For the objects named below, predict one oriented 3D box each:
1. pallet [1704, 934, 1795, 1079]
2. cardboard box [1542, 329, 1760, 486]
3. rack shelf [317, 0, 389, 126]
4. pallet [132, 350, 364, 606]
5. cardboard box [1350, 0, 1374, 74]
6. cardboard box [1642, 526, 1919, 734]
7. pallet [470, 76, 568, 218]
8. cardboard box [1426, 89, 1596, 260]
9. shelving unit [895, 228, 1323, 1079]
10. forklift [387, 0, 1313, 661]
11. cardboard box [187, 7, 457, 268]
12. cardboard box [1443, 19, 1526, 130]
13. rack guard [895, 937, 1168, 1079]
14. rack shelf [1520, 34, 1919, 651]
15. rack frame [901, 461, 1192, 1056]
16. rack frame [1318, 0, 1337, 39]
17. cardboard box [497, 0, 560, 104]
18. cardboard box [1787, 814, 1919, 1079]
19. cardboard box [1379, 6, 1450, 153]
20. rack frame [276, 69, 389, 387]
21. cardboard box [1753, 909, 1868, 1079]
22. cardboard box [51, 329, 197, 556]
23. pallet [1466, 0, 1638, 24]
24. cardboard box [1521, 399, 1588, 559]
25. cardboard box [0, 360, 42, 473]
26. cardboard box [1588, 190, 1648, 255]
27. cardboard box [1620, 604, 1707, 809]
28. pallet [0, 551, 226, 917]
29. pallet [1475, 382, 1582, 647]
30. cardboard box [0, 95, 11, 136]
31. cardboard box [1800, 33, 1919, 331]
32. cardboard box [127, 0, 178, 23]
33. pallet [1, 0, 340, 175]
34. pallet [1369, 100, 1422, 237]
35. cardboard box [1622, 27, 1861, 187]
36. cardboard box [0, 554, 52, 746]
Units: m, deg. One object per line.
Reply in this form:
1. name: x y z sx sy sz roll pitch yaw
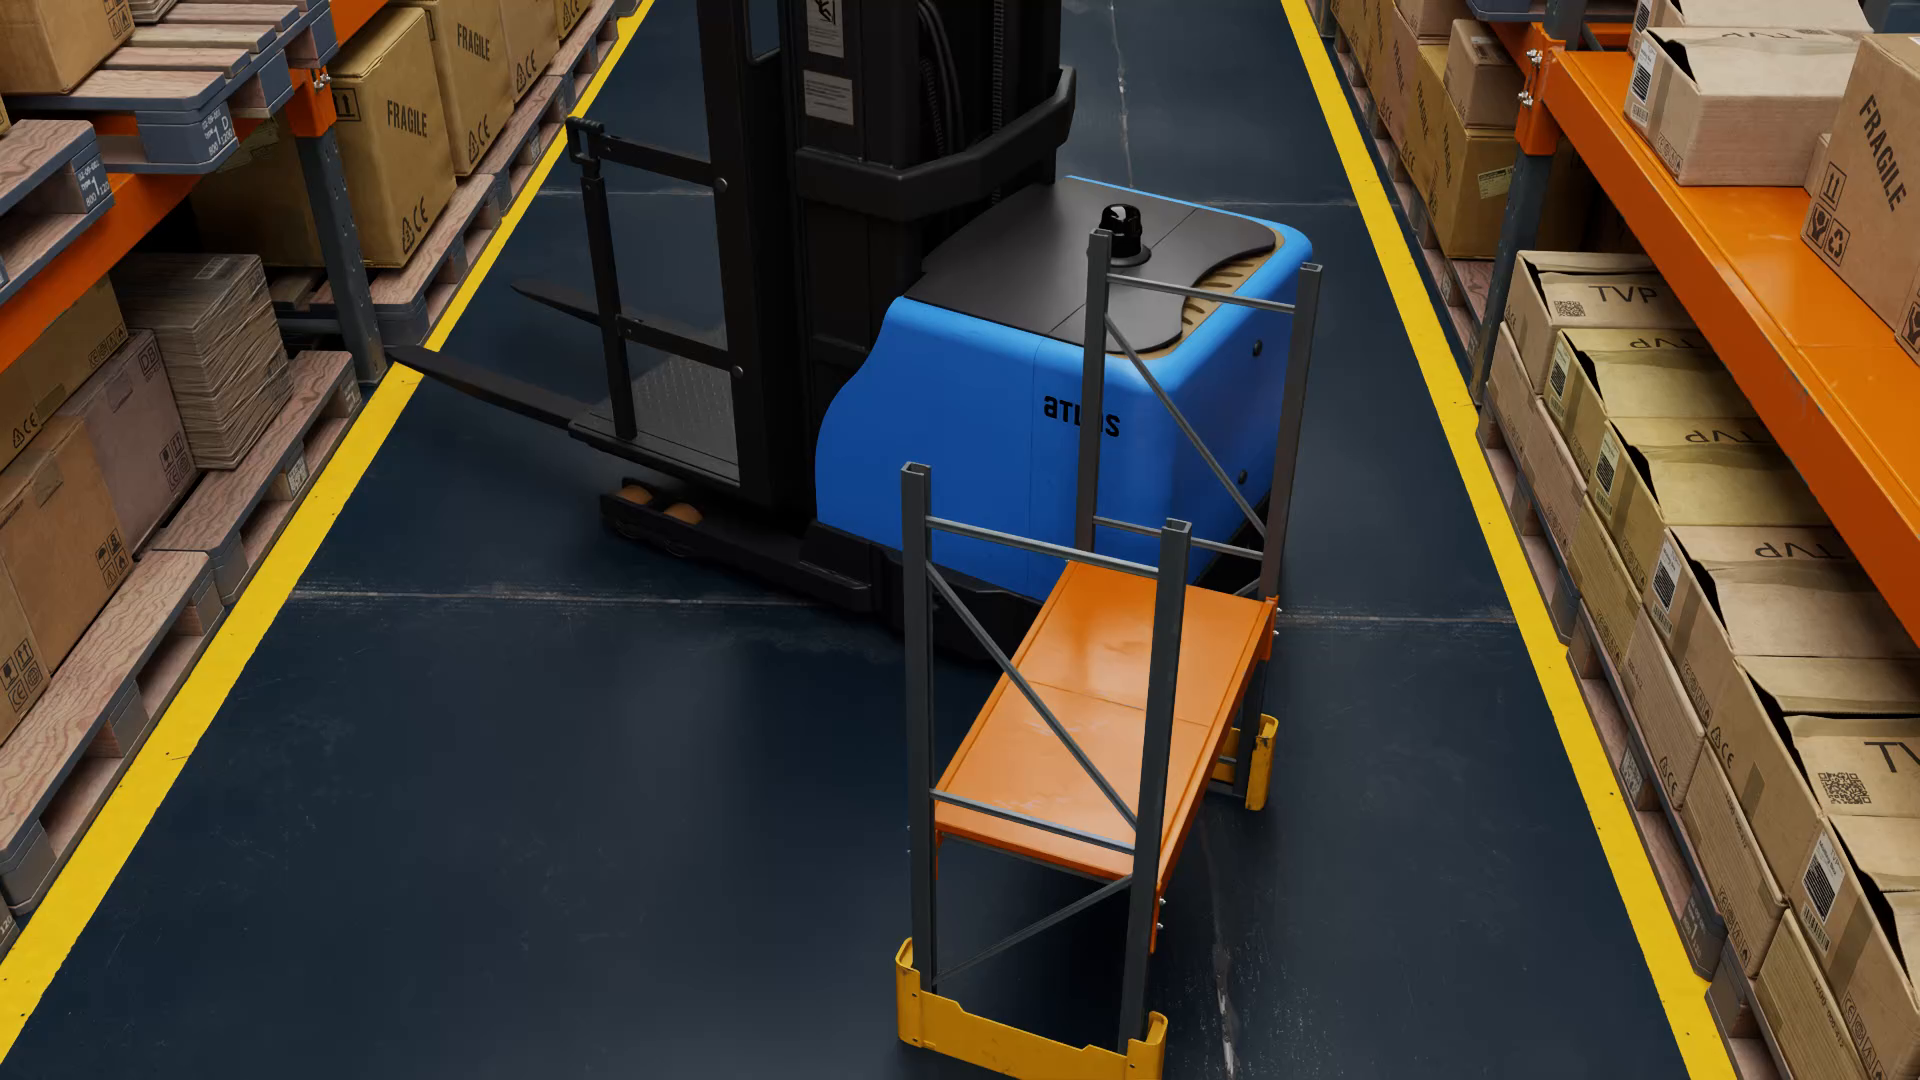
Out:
1. pallet: 2.166 1.295 3.224 1.003 0.211 1.213 1 35 2
2. cardboard box: 2.008 -0.400 4.749 0.500 0.311 0.500 1 35 1
3. rack shelf: -2.534 -2.687 7.090 1.077 0.370 4.000 1 35 2
4. pallet: -2.647 -0.243 5.411 1.003 0.211 1.213 1 35 2
5. cardboard box: 2.223 -2.596 8.127 0.500 0.500 0.500 2 35 3
6. cardboard box: 1.966 0.188 3.912 0.500 0.311 0.500 1 35 1
7. pallet: -2.456 -1.842 7.687 1.003 0.211 1.213 1 35 2
8. cardboard box: 2.139 -1.420 6.453 0.500 0.500 0.500 3 35 4
9. shelving unit: 0.330 0.265 3.569 0.587 1.500 1.083 13 37 18
10. forklift: -0.533 -1.385 4.672 3.031 2.935 1.130 19 39 25
11. cardboard box: -2.454 -1.544 6.343 0.750 0.750 0.750 1 35 1
12. cardboard box: 2.137 -1.759 6.284 0.500 0.250 0.500 3 35 4
13. rack guard: 0.144 1.042 3.550 0.587 0.250 0.087 13 37 18
14. rack shelf: 2.255 -0.277 3.661 1.077 0.370 4.000 1 35 2
15. rack frame: 0.137 0.541 3.176 0.500 1.500 0.032 13 37 18
16. rack frame: 2.496 -4.018 8.359 1.000 3.000 0.127 1 35 2
17. cardboard box: -2.383 -2.536 7.753 0.750 0.750 0.750 2 35 3
18. cardboard box: 1.919 0.763 3.093 0.500 0.311 0.500 2 35 3
19. cardboard box: 2.175 -2.019 7.306 0.500 0.500 0.500 0 35 0
20. rack frame: -2.614 -1.832 5.248 1.000 3.000 0.127 1 35 2
21. cardboard box: 1.924 0.996 3.251 0.500 0.250 0.500 1 35 1
22. cardboard box: -2.728 -0.281 4.833 0.700 0.500 0.500 1 35 2
23. pallet: 2.293 -2.033 5.700 1.213 0.211 1.003 1 35 2
24. cardboard box: 2.002 -0.184 4.929 0.500 0.250 0.500 0 35 1
25. cardboard box: -2.692 -0.260 4.150 0.500 0.250 0.500 1 35 2
26. cardboard box: 2.639 -1.132 6.044 0.500 0.500 0.500 3 35 4
27. cardboard box: 1.966 0.409 4.085 0.500 0.250 0.500 2 35 3
28. pallet: -2.699 0.457 4.417 1.003 0.211 1.213 1 35 2
29. pallet: 2.264 -0.107 5.219 1.003 0.211 1.213 1 35 2
30. cardboard box: -2.651 -1.067 3.689 0.700 0.500 0.500 1 35 2
31. cardboard box: 2.285 -0.797 3.688 0.500 0.500 0.500 0 35 -1
32. cardboard box: -2.623 -1.783 4.709 0.700 0.500 0.500 -3 35 -4
33. pallet: -2.536 -1.342 4.718 1.213 0.211 1.003 1 35 2
34. pallet: 2.455 -1.706 7.494 1.003 0.211 1.213 1 35 2
35. cardboard box: 2.106 -1.174 4.390 0.500 0.311 0.500 1 35 1
36. cardboard box: -2.730 0.295 4.013 0.700 0.500 0.500 2 35 2
